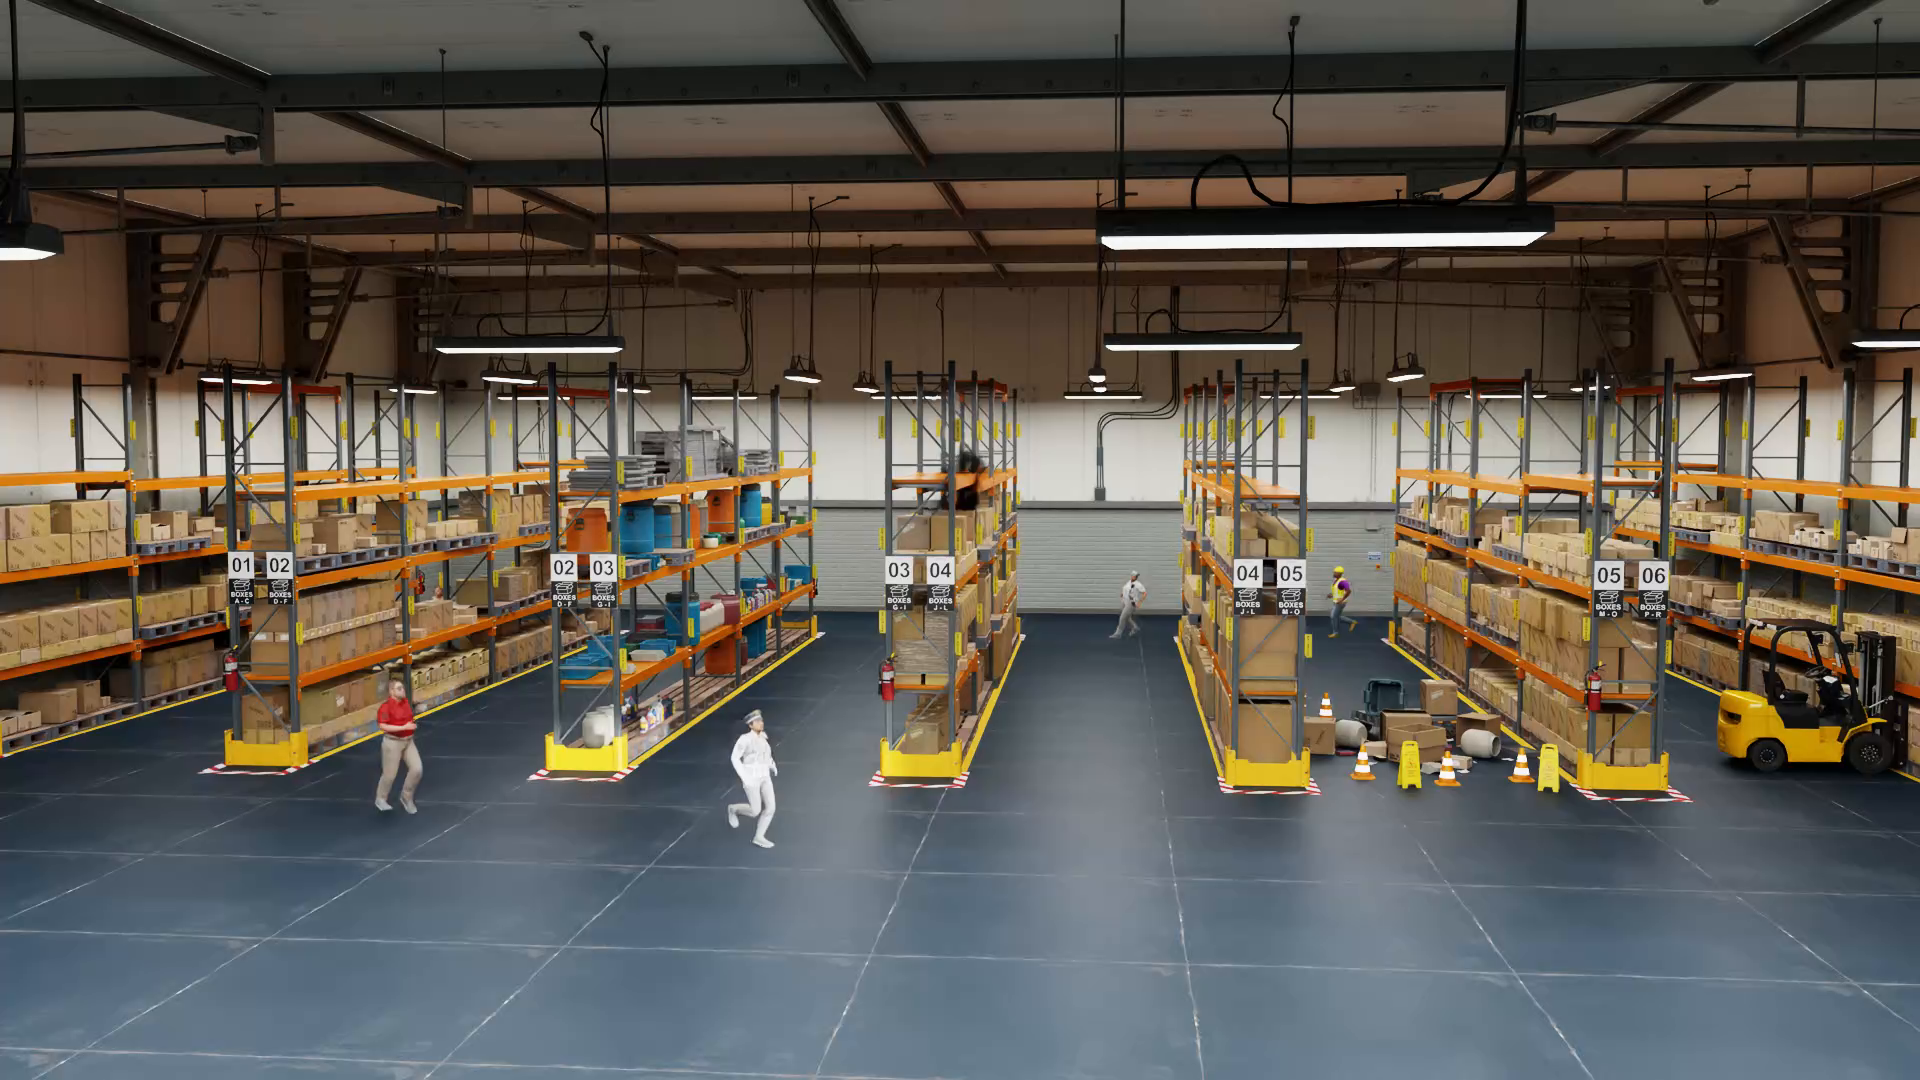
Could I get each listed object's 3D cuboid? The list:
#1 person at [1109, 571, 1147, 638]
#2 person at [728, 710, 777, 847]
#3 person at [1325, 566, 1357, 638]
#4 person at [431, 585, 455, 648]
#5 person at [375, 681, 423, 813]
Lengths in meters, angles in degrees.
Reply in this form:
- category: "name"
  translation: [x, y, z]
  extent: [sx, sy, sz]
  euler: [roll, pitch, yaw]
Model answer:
- category: "person"
  translation: [4.029, 1.553, 39.898]
  extent: [0.910, 1.596, 0.651]
  euler: [-2, 4, -26]
- category: "person"
  translation: [-2.503, 2.866, 20.122]
  extent: [0.611, 1.657, 0.639]
  euler: [3, 5, 39]
- category: "person"
  translation: [9.271, 1.500, 40.232]
  extent: [0.747, 1.722, 0.688]
  euler: [0, 4, -3]
- category: "person"
  translation: [-11.229, 1.804, 36.025]
  extent: [0.587, 1.664, 1.008]
  euler: [1, 4, 8]
- category: "person"
  translation: [-7.325, 2.730, 21.704]
  extent: [0.768, 1.801, 0.655]
  euler: [2, 4, 29]
